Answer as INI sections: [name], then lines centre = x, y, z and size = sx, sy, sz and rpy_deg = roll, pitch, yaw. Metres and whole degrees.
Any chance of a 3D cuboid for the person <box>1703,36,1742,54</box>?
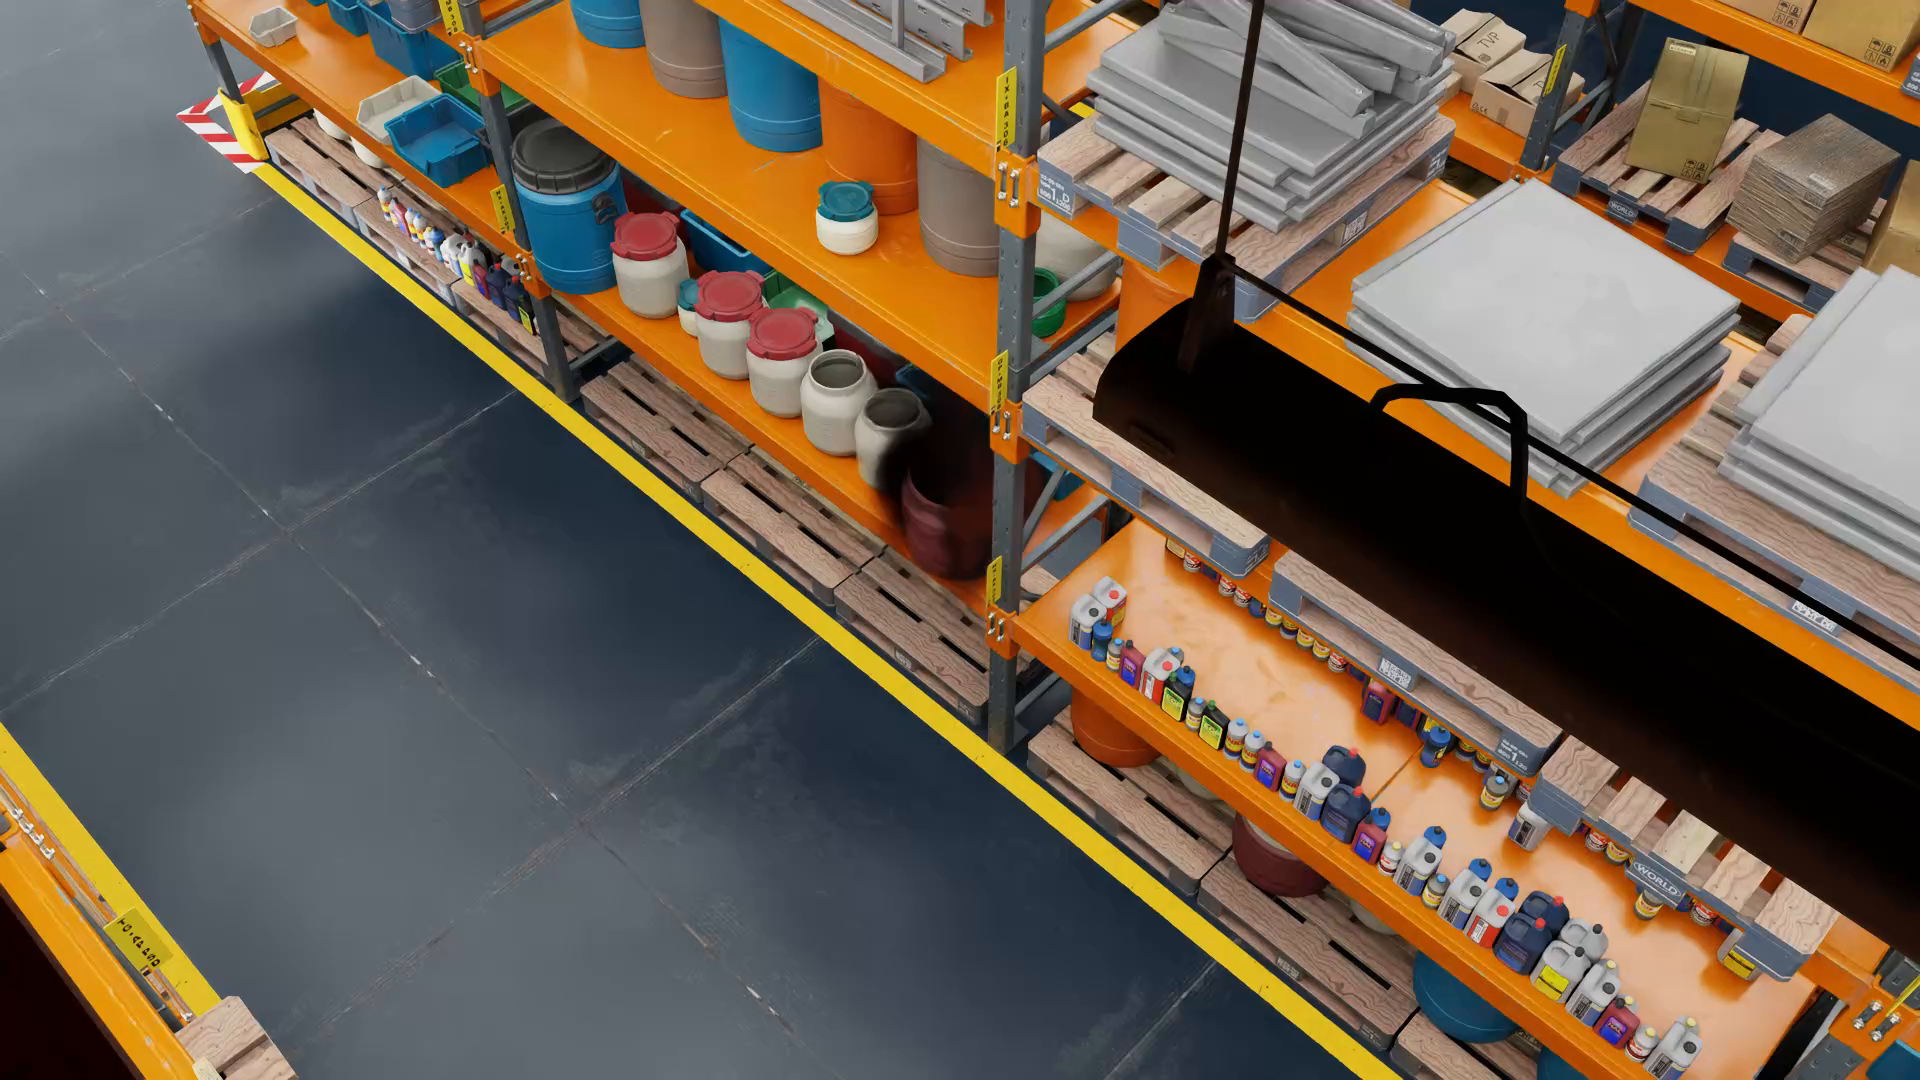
[person]
centre = 5.843, -4.026, 12.630
size = 0.572, 1.831, 0.639
rpy_deg = -6, 50, -5
